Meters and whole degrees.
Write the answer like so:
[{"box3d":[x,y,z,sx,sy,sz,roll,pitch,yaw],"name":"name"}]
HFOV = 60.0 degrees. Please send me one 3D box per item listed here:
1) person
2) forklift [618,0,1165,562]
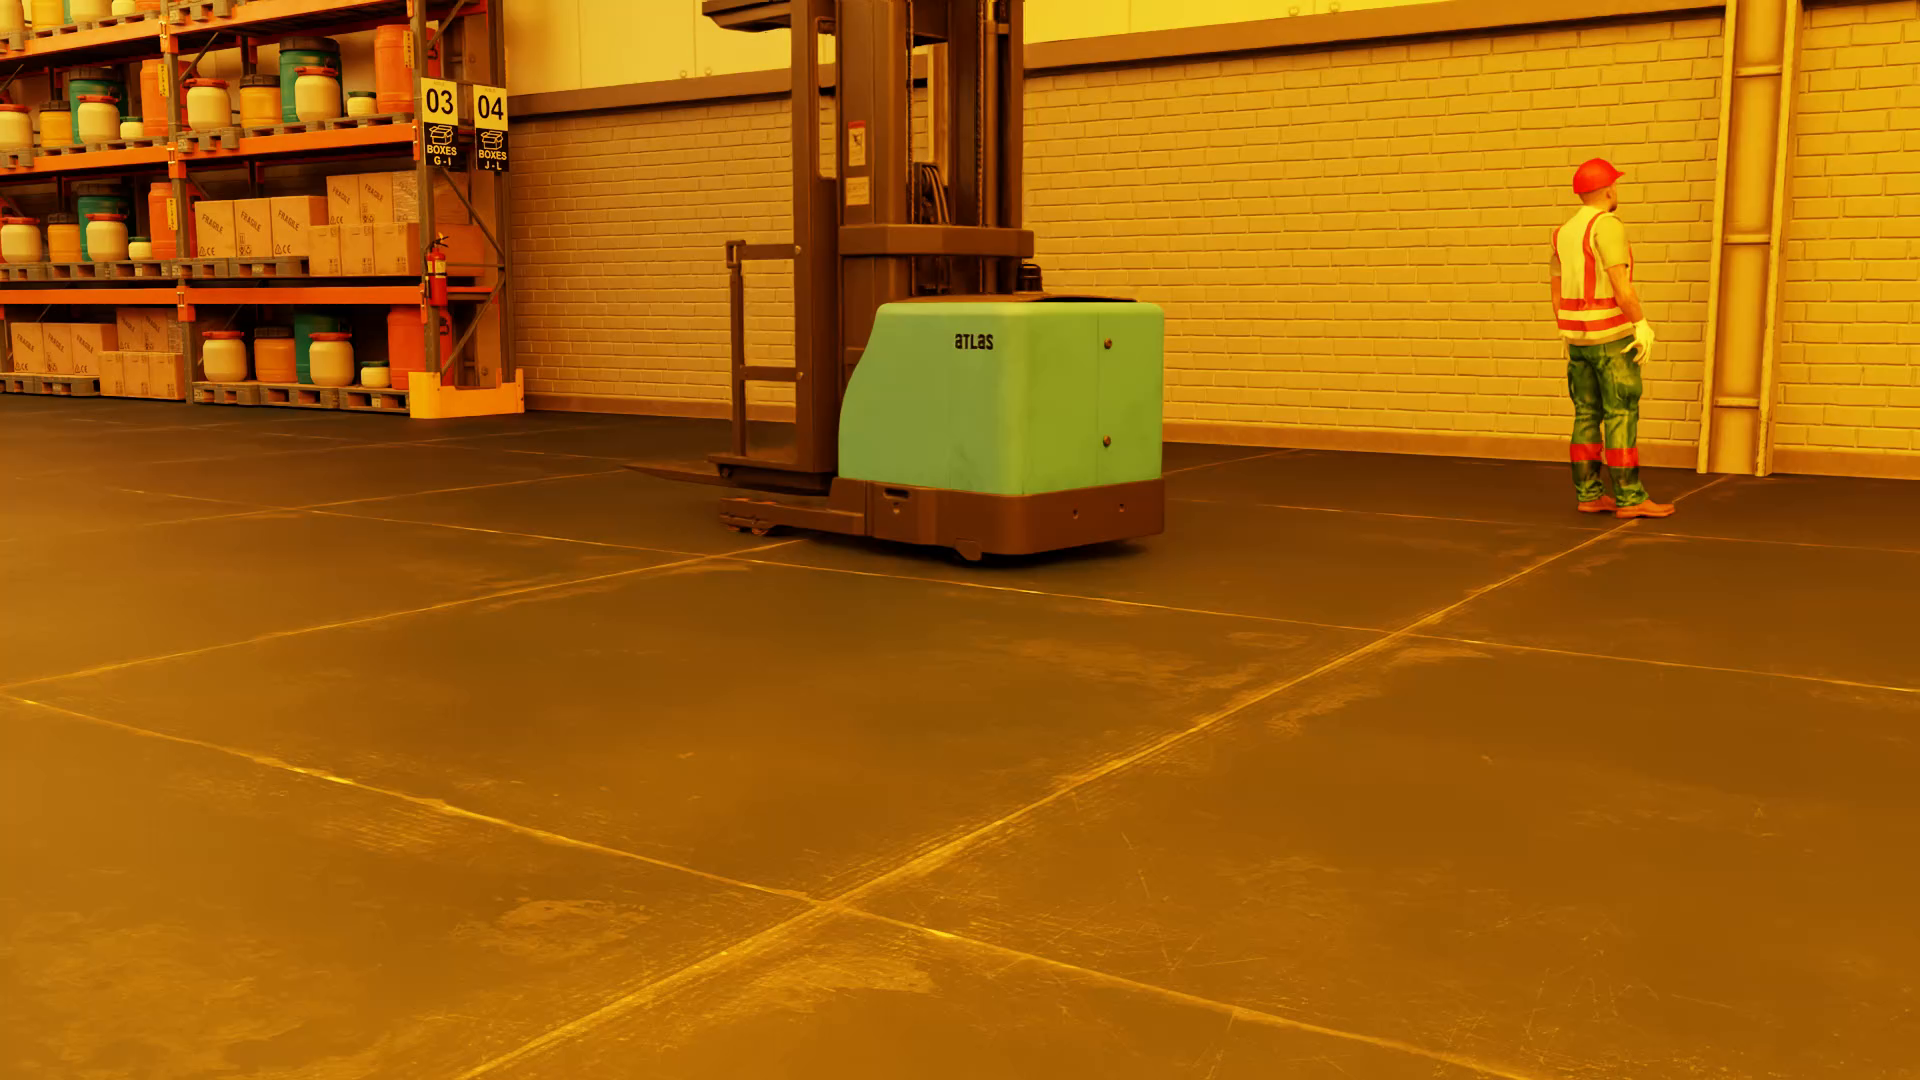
[{"box3d":[3.310,-1.024,8.447,0.522,1.795,0.635,-2,8,-15],"name":"person"},{"box3d":[-0.502,-1.515,7.845,3.031,2.935,1.130,8,11,44],"name":"forklift"}]
